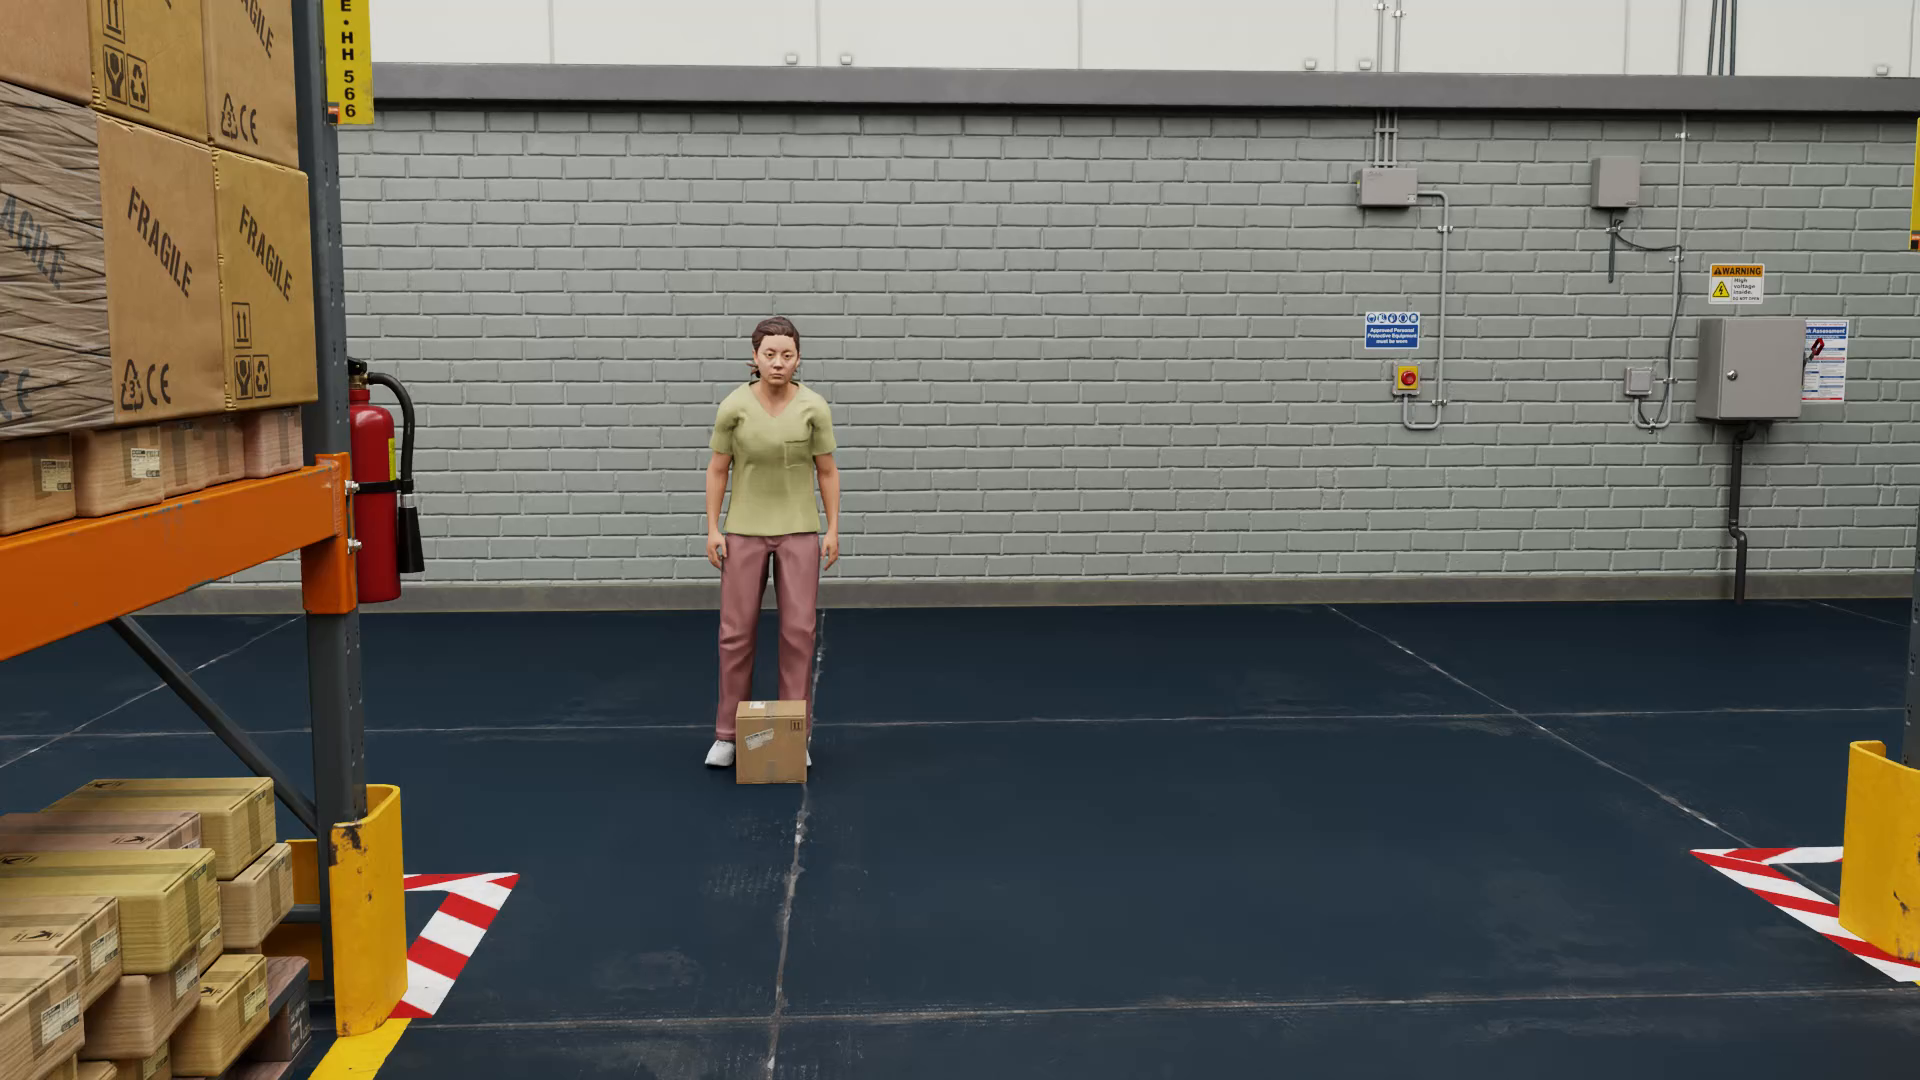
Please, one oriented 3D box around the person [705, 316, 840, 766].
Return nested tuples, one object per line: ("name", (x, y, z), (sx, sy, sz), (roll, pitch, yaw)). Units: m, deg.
("person", (-0.703, 0.005, 6.218), (0.520, 1.671, 0.416), (-1, 7, -7))
